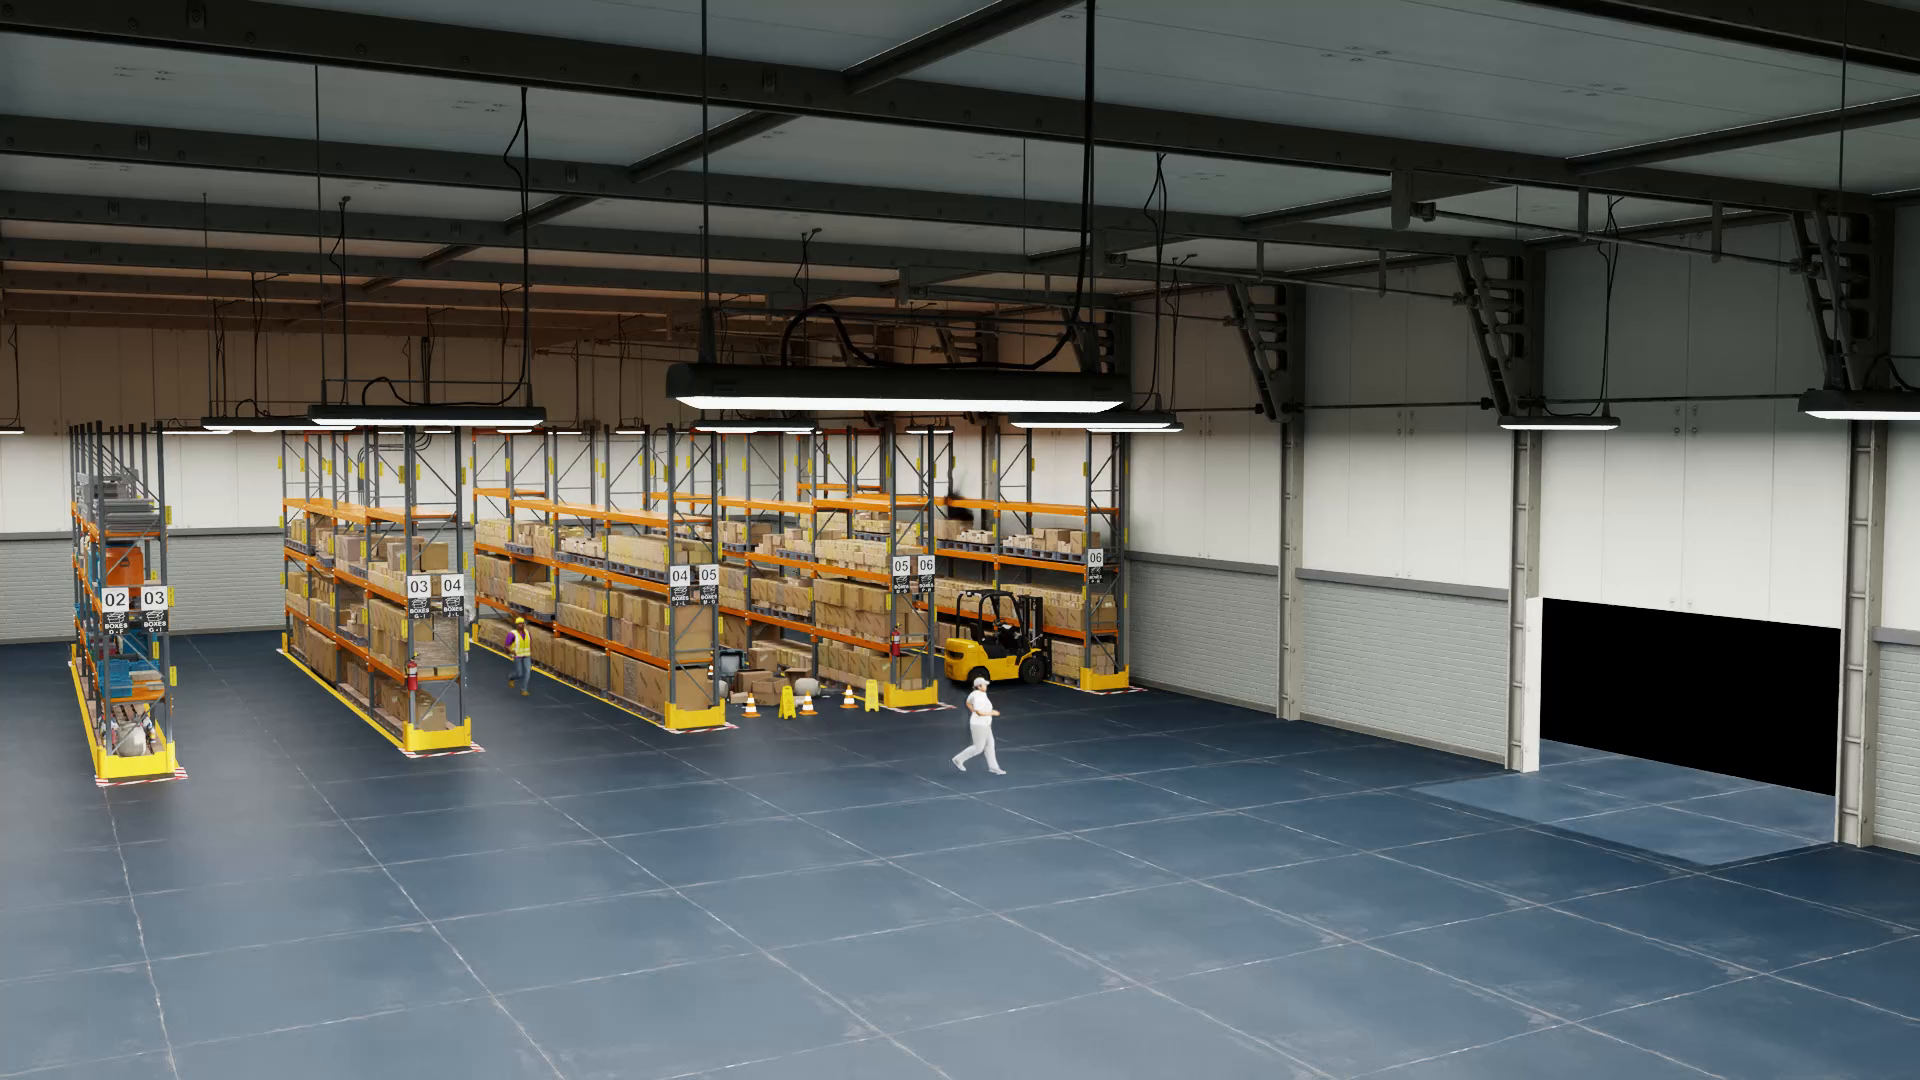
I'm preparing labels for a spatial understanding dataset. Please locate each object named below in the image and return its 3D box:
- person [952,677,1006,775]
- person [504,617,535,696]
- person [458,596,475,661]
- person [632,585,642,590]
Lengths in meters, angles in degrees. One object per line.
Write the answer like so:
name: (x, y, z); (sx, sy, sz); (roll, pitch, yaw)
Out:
person: (0.326, 3.149, 28.074); (0.921, 1.667, 0.609); (0, 4, 1)
person: (-9.740, 2.583, 36.875); (0.693, 1.738, 0.801); (-3, 5, -41)
person: (-12.856, 2.251, 42.928); (0.619, 1.680, 1.045); (-2, 4, -32)
person: (-9.799, 1.780, 50.382); (0.626, 1.626, 0.577); (-2, 4, -27)
